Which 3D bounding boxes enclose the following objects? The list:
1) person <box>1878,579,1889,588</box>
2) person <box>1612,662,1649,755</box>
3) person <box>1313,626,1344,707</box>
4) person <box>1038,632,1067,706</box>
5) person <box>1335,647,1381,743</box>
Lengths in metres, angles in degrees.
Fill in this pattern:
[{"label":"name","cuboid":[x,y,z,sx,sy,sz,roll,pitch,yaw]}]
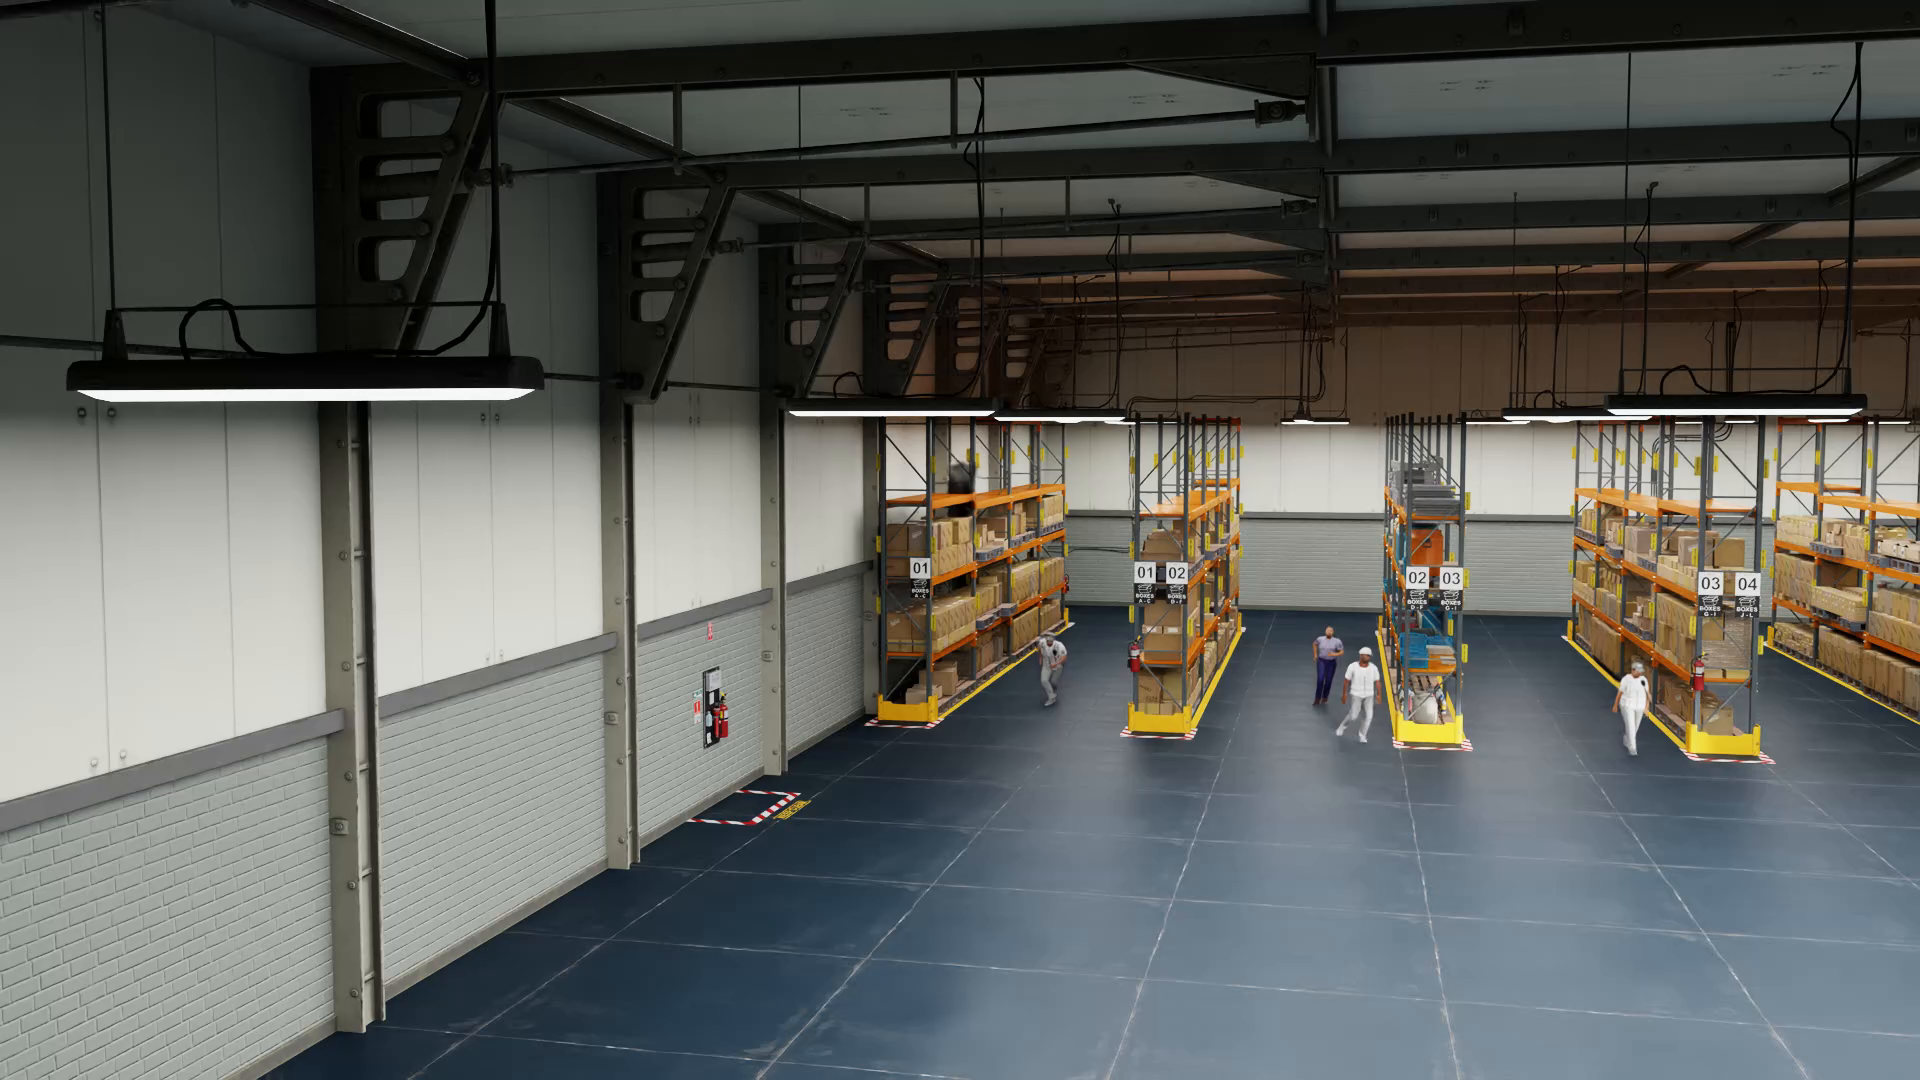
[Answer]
[{"label":"person","cuboid":[24.391,1.880,44.035,0.870,1.713,0.571,1,4,8]},{"label":"person","cuboid":[11.843,2.936,29.279,0.556,1.595,1.079,0,4,-2]},{"label":"person","cuboid":[7.589,2.612,34.275,0.605,1.672,0.663,1,4,8]},{"label":"person","cuboid":[1.954,2.639,34.584,0.648,1.548,1.151,1,4,16]},{"label":"person","cuboid":[7.227,2.797,30.173,0.724,1.724,0.601,0,4,-6]}]
